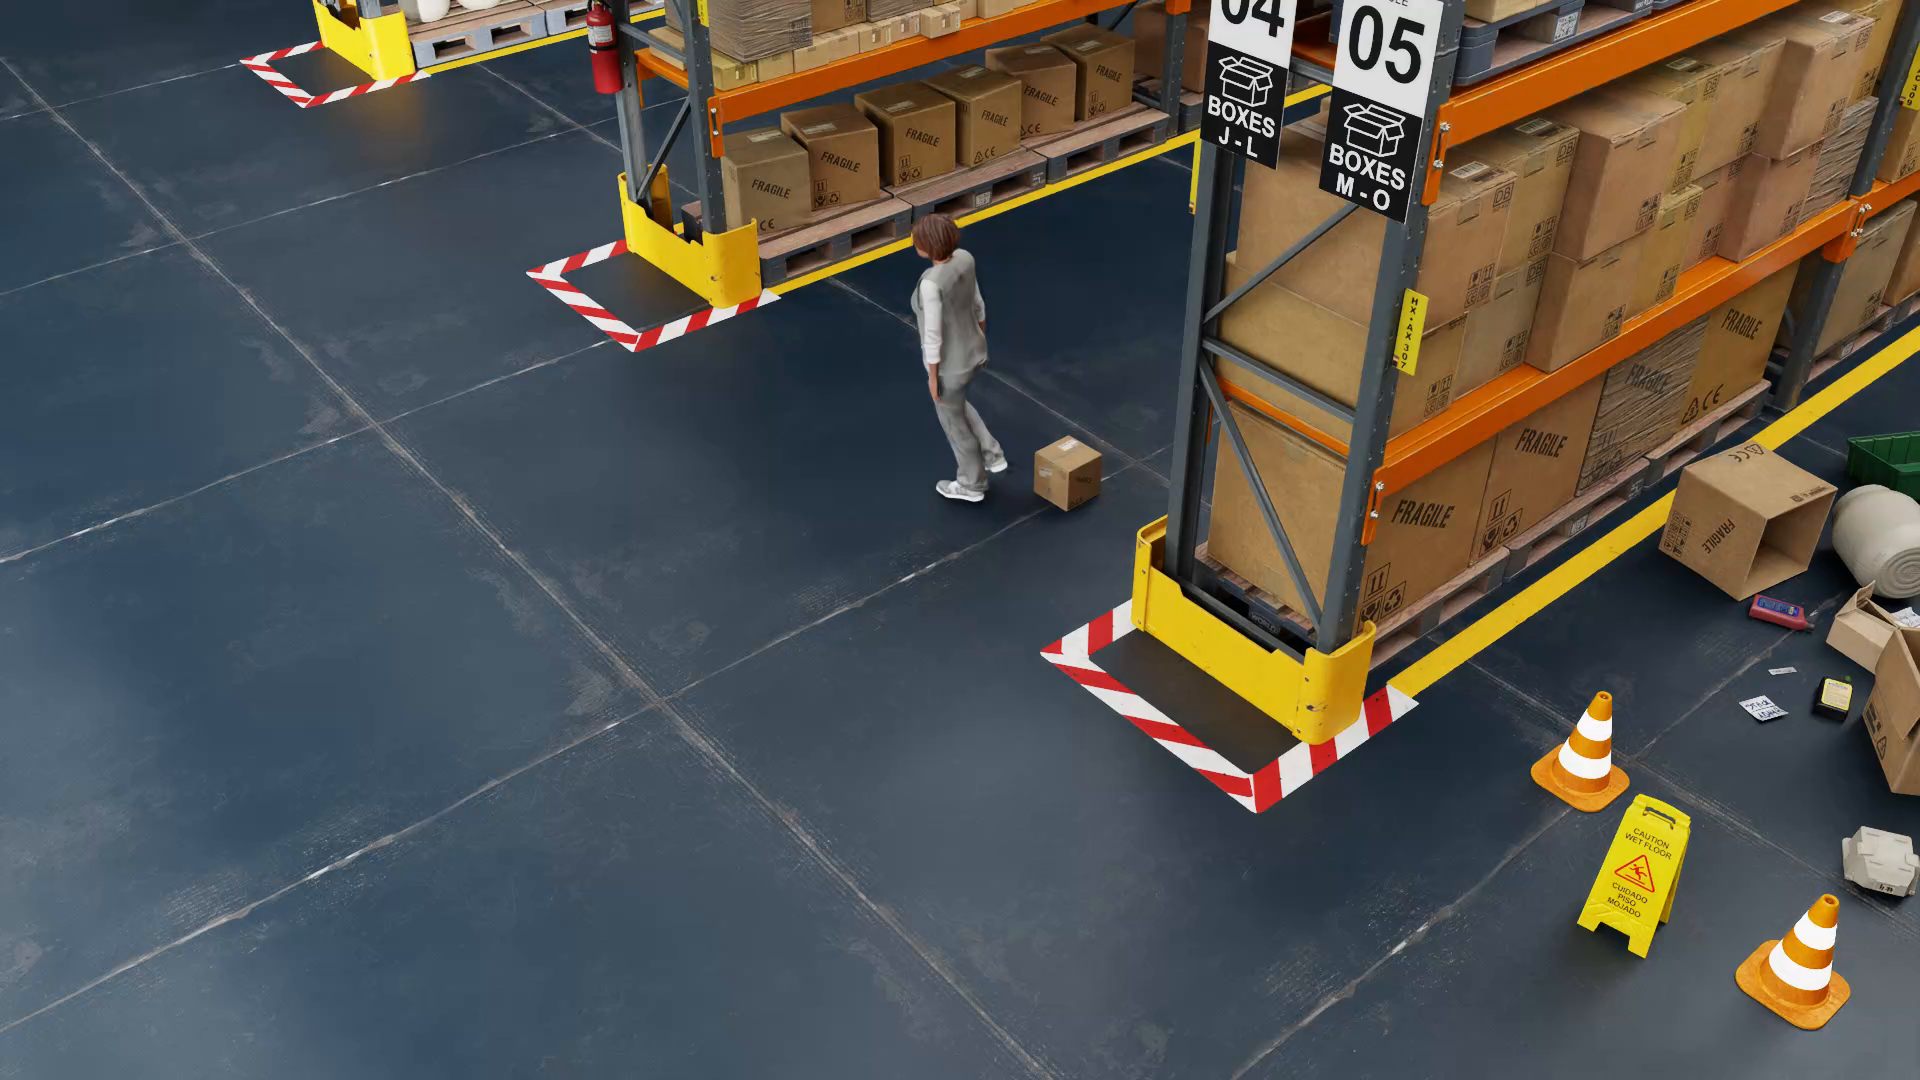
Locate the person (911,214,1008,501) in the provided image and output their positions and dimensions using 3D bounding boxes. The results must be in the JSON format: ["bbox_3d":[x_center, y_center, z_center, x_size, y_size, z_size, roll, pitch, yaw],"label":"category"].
[{"bbox_3d":[0.004,-0.877,8.256,0.449,1.588,0.470,18,40,23],"label":"person"}]
